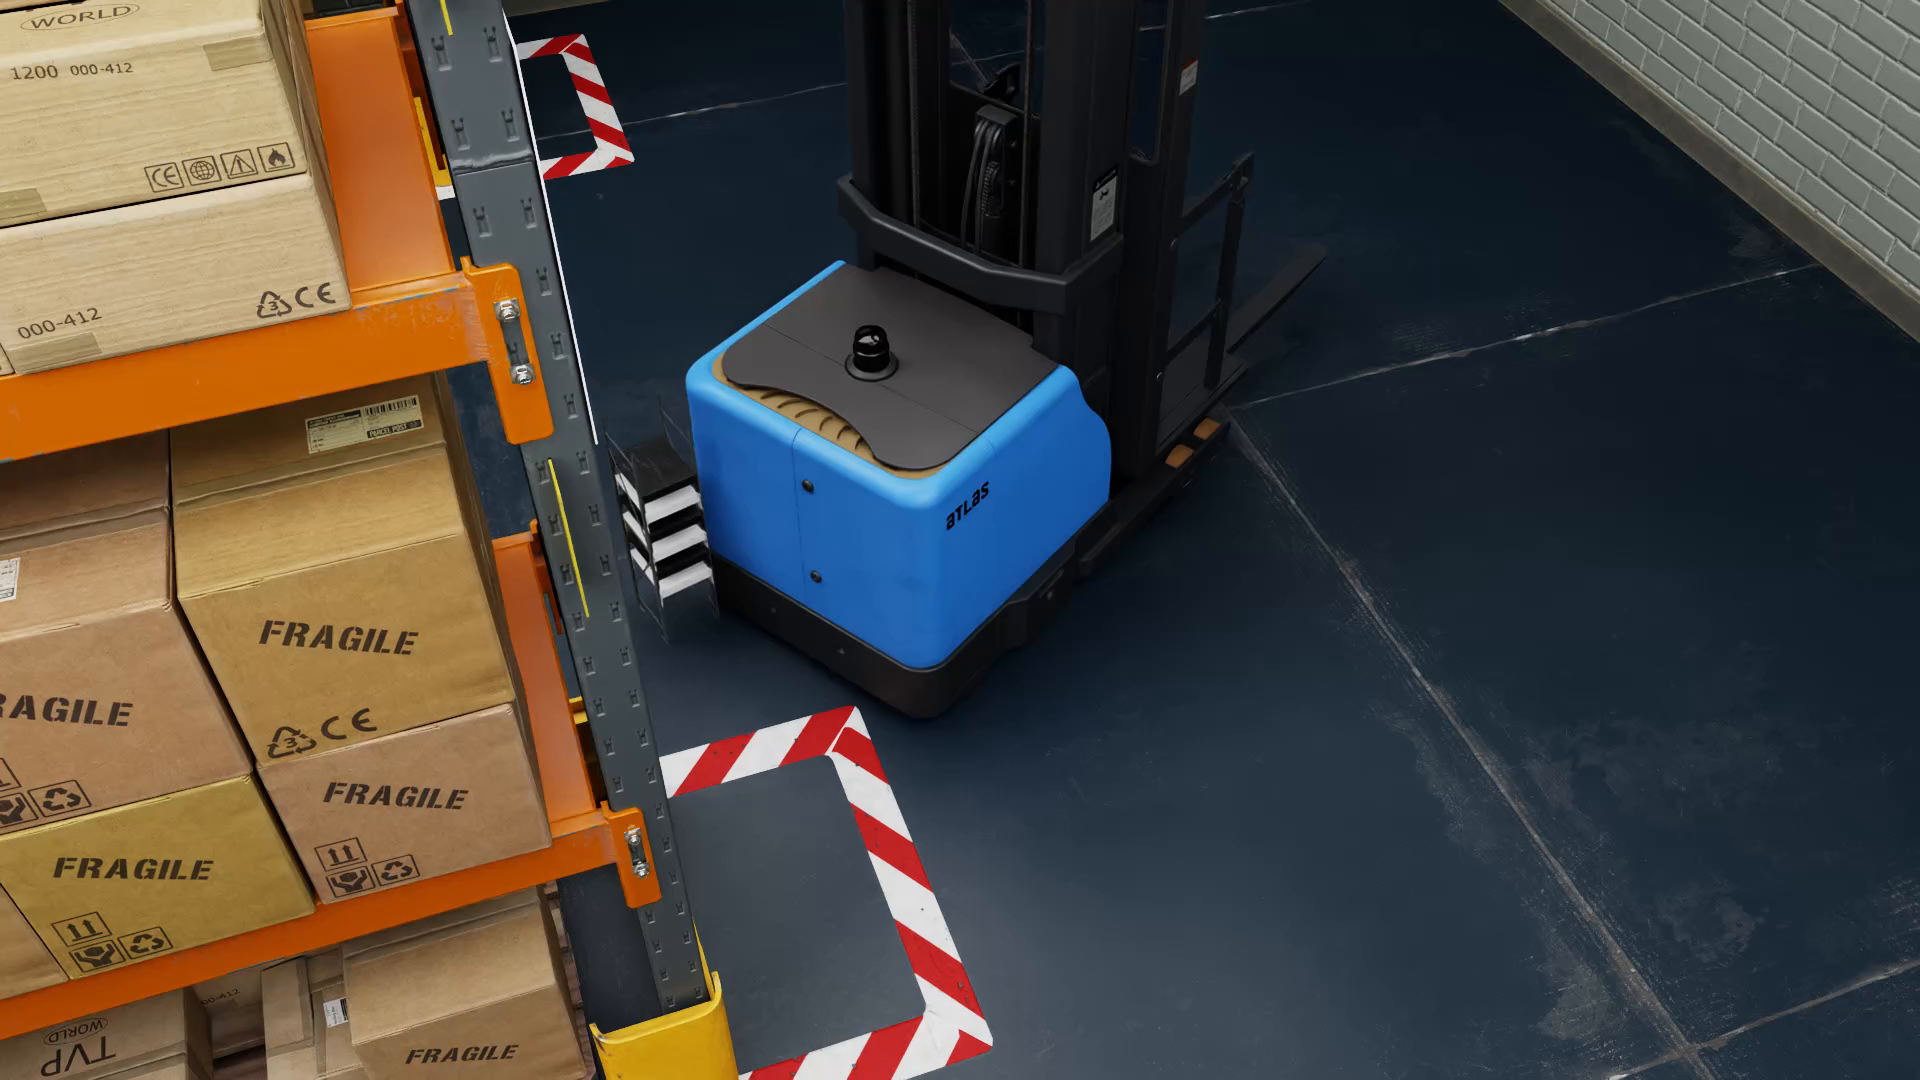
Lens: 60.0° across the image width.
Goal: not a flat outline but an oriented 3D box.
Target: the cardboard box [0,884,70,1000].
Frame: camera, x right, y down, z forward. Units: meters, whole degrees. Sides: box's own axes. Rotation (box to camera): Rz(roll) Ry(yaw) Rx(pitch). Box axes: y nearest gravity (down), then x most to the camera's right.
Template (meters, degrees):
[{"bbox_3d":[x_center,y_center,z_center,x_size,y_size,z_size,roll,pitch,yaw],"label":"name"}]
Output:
[{"bbox_3d":[-2.183,0.644,3.420,0.500,0.500,0.500,-14,47,-14],"label":"cardboard box"}]

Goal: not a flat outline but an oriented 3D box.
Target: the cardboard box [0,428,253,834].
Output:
[{"bbox_3d":[-1.696,0.171,3.186,0.500,0.500,0.500,-13,47,-13],"label":"cardboard box"}]

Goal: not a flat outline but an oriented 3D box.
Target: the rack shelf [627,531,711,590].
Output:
[{"bbox_3d":[-1.013,0.031,5.758,0.200,0.077,0.258,-26,51,-24],"label":"rack shelf"}]

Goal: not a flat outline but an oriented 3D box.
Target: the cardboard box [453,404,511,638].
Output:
[{"bbox_3d":[-1.403,0.042,4.019,0.500,0.500,0.500,-13,47,-13],"label":"cardboard box"}]

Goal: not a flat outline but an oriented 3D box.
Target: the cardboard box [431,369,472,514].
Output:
[{"bbox_3d":[-1.403,-0.311,3.665,0.500,0.500,0.500,-13,47,-13],"label":"cardboard box"}]

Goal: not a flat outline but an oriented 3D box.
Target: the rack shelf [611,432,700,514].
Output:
[{"bbox_3d":[-1.013,-0.223,5.503,0.200,0.077,0.258,-26,51,-24],"label":"rack shelf"}]

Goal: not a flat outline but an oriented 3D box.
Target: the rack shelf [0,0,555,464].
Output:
[{"bbox_3d":[-2.777,-0.177,2.699,4.000,0.370,1.077,-14,47,-14],"label":"rack shelf"}]

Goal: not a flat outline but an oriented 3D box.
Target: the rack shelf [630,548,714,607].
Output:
[{"bbox_3d":[-1.013,0.094,5.822,0.200,0.077,0.258,-26,51,-24],"label":"rack shelf"}]

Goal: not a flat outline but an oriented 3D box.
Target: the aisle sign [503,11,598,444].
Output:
[{"bbox_3d":[-0.728,-0.583,2.878,0.004,0.787,0.394,-14,47,-14],"label":"aisle sign"}]

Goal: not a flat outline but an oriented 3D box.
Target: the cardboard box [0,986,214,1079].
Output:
[{"bbox_3d":[-2.227,1.465,4.302,0.500,0.250,0.500,-14,47,-14],"label":"cardboard box"}]

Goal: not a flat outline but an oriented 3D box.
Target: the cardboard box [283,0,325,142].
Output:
[{"bbox_3d":[-1.465,-0.905,3.022,0.500,0.250,0.500,-14,47,-14],"label":"cardboard box"}]

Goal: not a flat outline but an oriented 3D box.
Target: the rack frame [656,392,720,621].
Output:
[{"bbox_3d":[-0.929,-0.097,5.712,0.006,0.900,0.240,-26,51,-24],"label":"rack frame"}]

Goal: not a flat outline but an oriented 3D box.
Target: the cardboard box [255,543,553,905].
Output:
[{"bbox_3d":[-1.225,0.400,3.663,0.500,0.500,0.500,-13,47,-13],"label":"cardboard box"}]

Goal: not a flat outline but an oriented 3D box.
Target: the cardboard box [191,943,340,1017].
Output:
[{"bbox_3d":[-1.974,1.024,4.742,0.500,0.250,0.500,-14,47,-14],"label":"cardboard box"}]

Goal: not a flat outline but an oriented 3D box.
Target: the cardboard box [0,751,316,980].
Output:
[{"bbox_3d":[-1.712,0.527,3.536,0.500,0.500,0.500,-14,47,-14],"label":"cardboard box"}]

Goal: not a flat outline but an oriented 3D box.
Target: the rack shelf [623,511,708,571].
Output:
[{"bbox_3d":[-1.013,-0.033,5.694,0.200,0.077,0.258,-26,51,-24],"label":"rack shelf"}]

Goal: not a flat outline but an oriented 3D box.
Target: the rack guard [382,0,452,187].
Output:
[{"bbox_3d":[-2.559,-2.276,8.165,0.348,0.500,1.175,-14,47,-14],"label":"rack guard"}]

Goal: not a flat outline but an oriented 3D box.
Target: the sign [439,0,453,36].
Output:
[{"bbox_3d":[-0.726,-0.850,2.237,0.005,0.325,0.100,-14,47,-14],"label":"sign"}]

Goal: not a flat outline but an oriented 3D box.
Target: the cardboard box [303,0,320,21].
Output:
[{"bbox_3d":[-3.206,-2.184,7.777,0.500,0.500,0.700,-14,47,-14],"label":"cardboard box"}]

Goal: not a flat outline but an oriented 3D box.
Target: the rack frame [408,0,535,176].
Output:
[{"bbox_3d":[-0.896,-1.971,1.861,0.127,3.000,1.000,-14,47,-14],"label":"rack frame"}]

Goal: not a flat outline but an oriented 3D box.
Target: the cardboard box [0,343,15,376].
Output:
[{"bbox_3d":[-1.764,-0.447,2.566,0.500,0.250,0.500,-14,47,-14],"label":"cardboard box"}]

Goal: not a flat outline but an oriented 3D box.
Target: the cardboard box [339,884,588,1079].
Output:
[{"bbox_3d":[-1.324,1.169,4.422,0.500,0.500,0.500,-14,47,-14],"label":"cardboard box"}]

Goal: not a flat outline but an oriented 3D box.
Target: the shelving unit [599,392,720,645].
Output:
[{"bbox_3d":[-1.013,-0.056,5.671,0.210,0.900,0.258,-26,51,-24],"label":"shelving unit"}]

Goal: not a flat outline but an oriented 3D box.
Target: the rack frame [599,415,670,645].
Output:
[{"bbox_3d":[-1.097,-0.016,5.630,0.006,0.900,0.240,-26,51,-24],"label":"rack frame"}]

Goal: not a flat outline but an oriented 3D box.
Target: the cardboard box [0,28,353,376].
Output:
[{"bbox_3d":[-1.290,-0.560,2.679,0.500,0.250,0.500,-14,47,-14],"label":"cardboard box"}]

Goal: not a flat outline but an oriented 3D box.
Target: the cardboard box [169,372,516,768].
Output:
[{"bbox_3d":[-1.221,0.049,3.307,0.500,0.500,0.500,-15,47,-14],"label":"cardboard box"}]

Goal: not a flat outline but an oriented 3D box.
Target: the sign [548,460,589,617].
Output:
[{"bbox_3d":[-0.726,0.001,3.091,0.005,0.325,0.100,-14,47,-14],"label":"sign"}]

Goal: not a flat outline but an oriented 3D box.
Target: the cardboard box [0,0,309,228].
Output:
[{"bbox_3d":[-1.293,-0.742,2.507,0.500,0.250,0.500,-14,47,-14],"label":"cardboard box"}]

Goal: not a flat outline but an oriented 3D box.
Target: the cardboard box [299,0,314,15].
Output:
[{"bbox_3d":[-3.156,-2.576,7.710,0.250,0.149,0.380,-14,47,-14],"label":"cardboard box"}]

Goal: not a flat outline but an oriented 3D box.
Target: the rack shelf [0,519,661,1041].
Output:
[{"bbox_3d":[-2.777,0.882,3.762,4.000,0.370,1.077,-14,47,-14],"label":"rack shelf"}]

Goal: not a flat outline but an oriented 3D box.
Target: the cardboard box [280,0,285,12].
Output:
[{"bbox_3d":[-1.468,-1.086,2.849,0.500,0.250,0.500,-14,47,-14],"label":"cardboard box"}]

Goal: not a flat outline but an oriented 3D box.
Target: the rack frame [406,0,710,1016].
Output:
[{"bbox_3d":[-0.896,0.147,3.986,0.127,3.000,1.000,-14,47,-14],"label":"rack frame"}]

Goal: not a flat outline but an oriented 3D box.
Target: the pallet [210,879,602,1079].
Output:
[{"bbox_3d":[-1.717,1.342,4.764,1.213,0.211,1.003,-14,47,-14],"label":"pallet"}]

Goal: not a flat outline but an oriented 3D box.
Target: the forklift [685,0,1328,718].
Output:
[{"bbox_3d":[0.404,-1.432,5.608,1.130,2.935,3.031,29,52,26],"label":"forklift"}]

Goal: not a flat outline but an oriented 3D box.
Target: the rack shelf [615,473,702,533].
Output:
[{"bbox_3d":[-1.013,-0.160,5.567,0.200,0.077,0.258,-26,51,-24],"label":"rack shelf"}]

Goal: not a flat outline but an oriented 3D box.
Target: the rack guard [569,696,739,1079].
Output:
[{"bbox_3d":[-0.967,1.047,4.853,0.348,0.500,1.175,-14,47,-14],"label":"rack guard"}]

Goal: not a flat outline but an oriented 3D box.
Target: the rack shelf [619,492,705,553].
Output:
[{"bbox_3d":[-1.013,-0.096,5.631,0.200,0.077,0.258,-26,51,-24],"label":"rack shelf"}]

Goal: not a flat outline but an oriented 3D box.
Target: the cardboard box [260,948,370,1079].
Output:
[{"bbox_3d":[-1.735,1.324,4.503,0.250,0.166,0.380,-14,47,-14],"label":"cardboard box"}]
